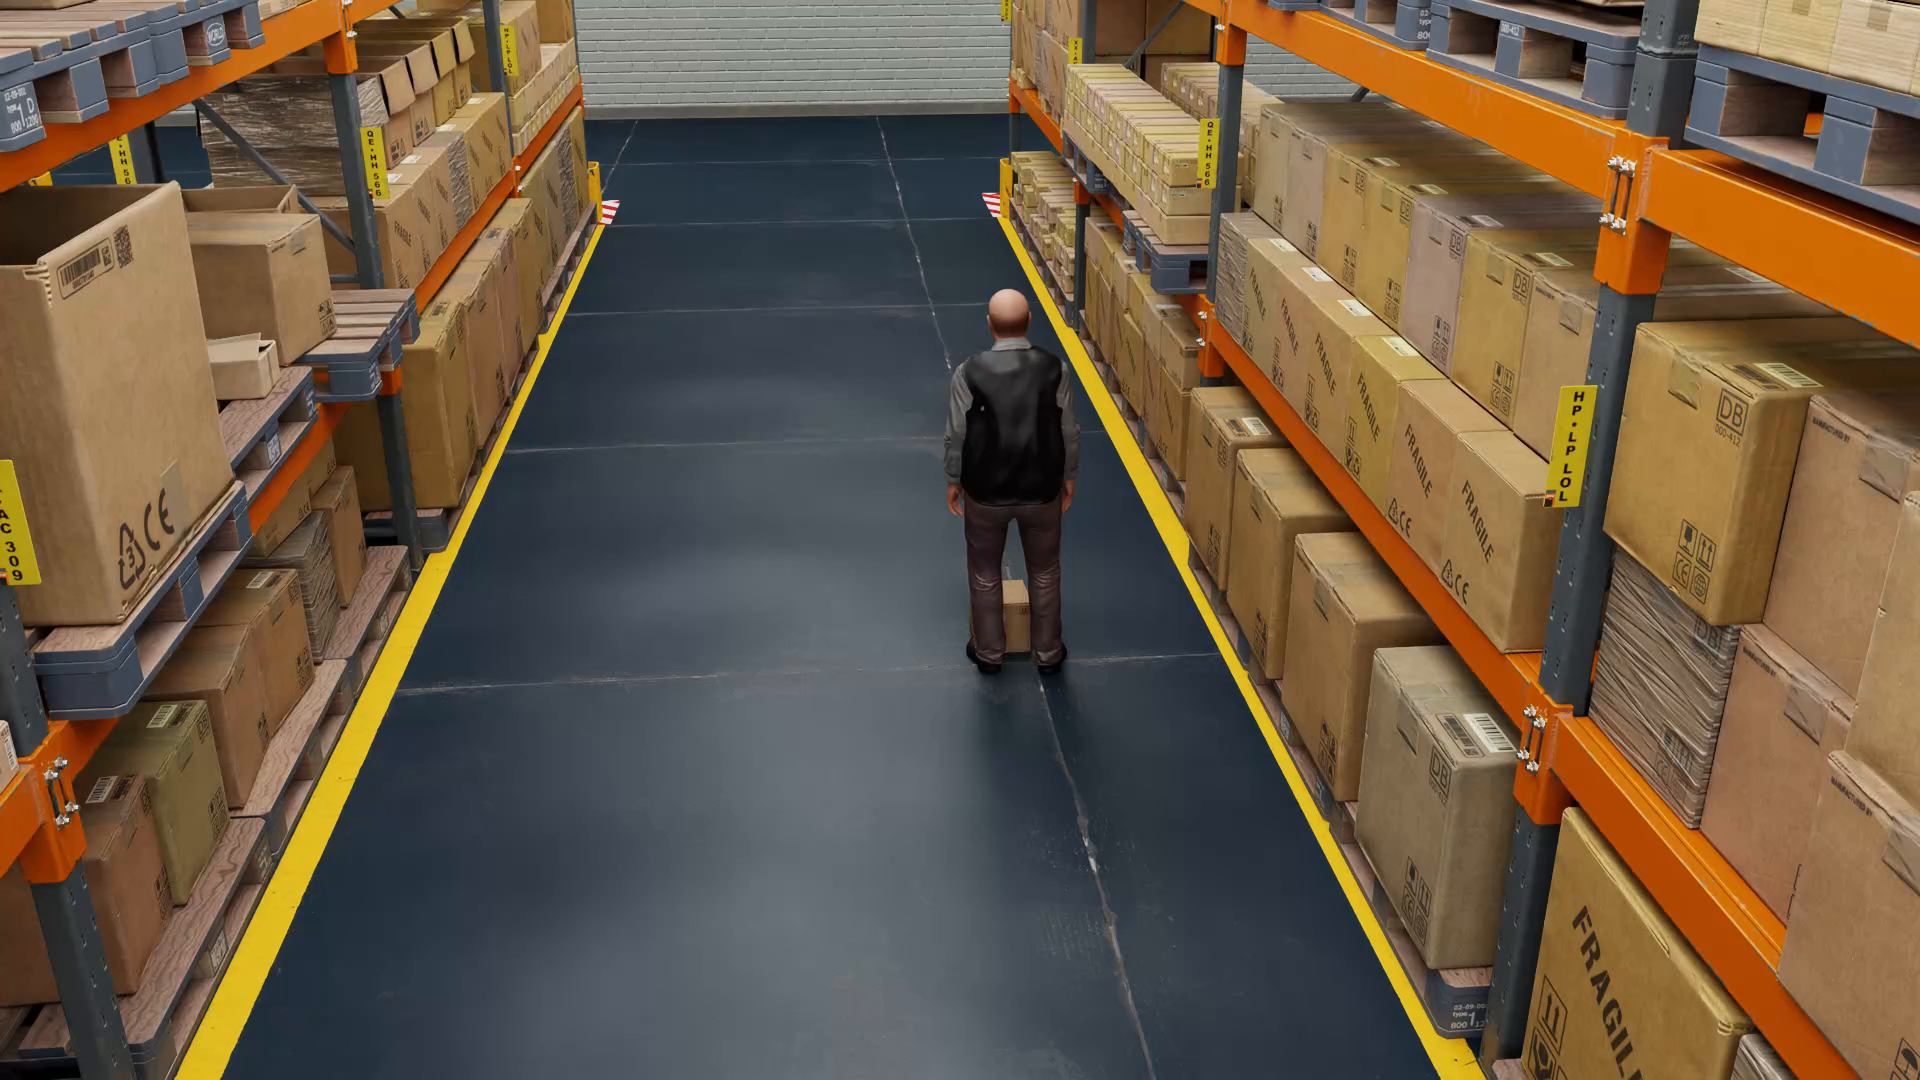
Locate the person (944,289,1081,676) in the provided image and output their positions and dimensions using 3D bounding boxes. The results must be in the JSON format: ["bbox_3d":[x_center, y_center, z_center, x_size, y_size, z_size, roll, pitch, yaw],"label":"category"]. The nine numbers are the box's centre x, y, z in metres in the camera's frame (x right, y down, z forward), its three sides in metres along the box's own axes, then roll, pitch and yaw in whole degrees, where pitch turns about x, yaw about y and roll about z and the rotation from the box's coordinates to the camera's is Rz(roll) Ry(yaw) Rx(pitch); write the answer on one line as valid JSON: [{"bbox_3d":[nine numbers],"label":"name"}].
[{"bbox_3d":[0.221,-0.219,7.130,0.580,1.721,0.460,-2,24,-5],"label":"person"}]
